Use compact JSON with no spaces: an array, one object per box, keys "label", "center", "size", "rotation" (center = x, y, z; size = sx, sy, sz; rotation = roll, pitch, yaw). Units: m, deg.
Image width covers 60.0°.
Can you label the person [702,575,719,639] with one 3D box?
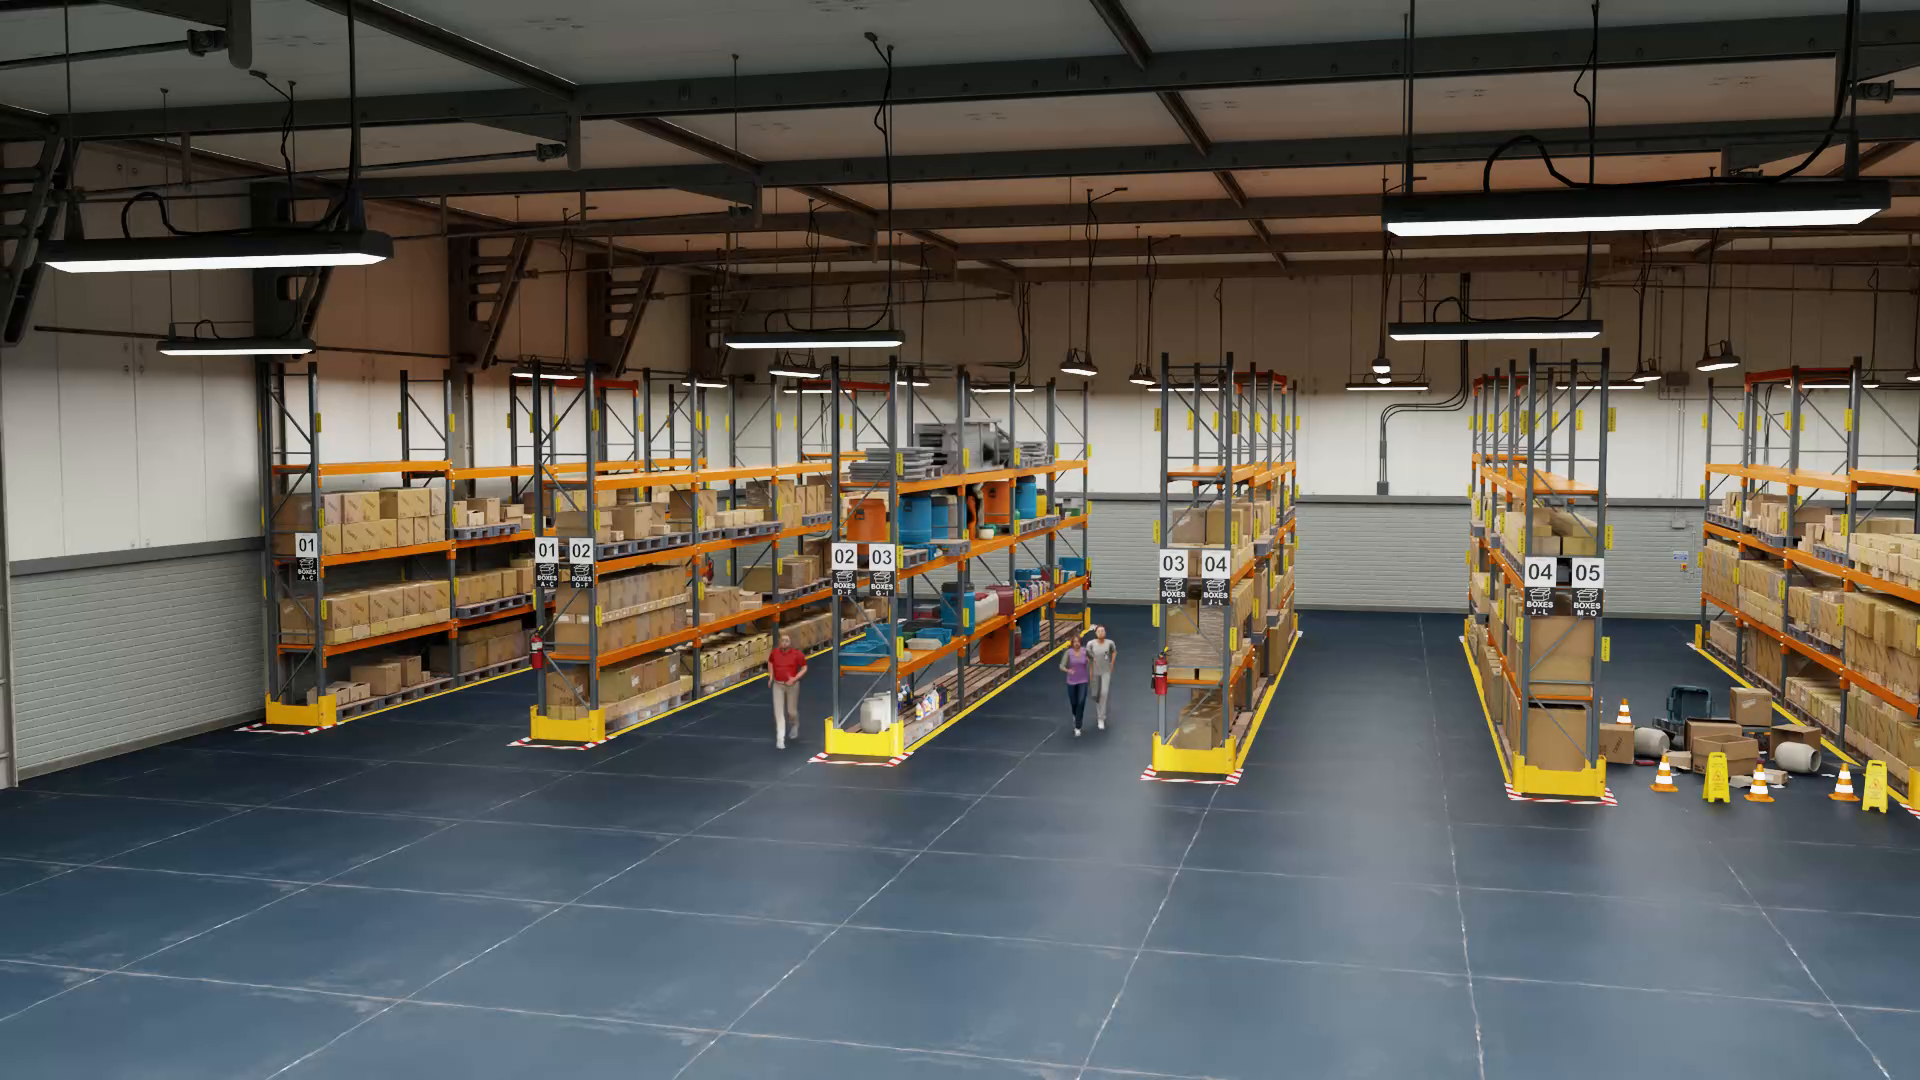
[{"label":"person","center":[-5.589,1.599,36.927],"size":[0.604,1.648,0.802],"rotation":[1,4,15]}]

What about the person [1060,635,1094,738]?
[{"label":"person","center":[1.889,2.333,26.832],"size":[0.569,1.641,0.826],"rotation":[0,4,0]}]

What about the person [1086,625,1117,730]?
[{"label":"person","center":[2.321,2.236,27.679],"size":[0.536,1.670,1.114],"rotation":[1,4,10]}]

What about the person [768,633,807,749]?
[{"label":"person","center":[-2.697,2.325,25.969],"size":[0.659,1.764,0.910],"rotation":[0,4,5]}]
